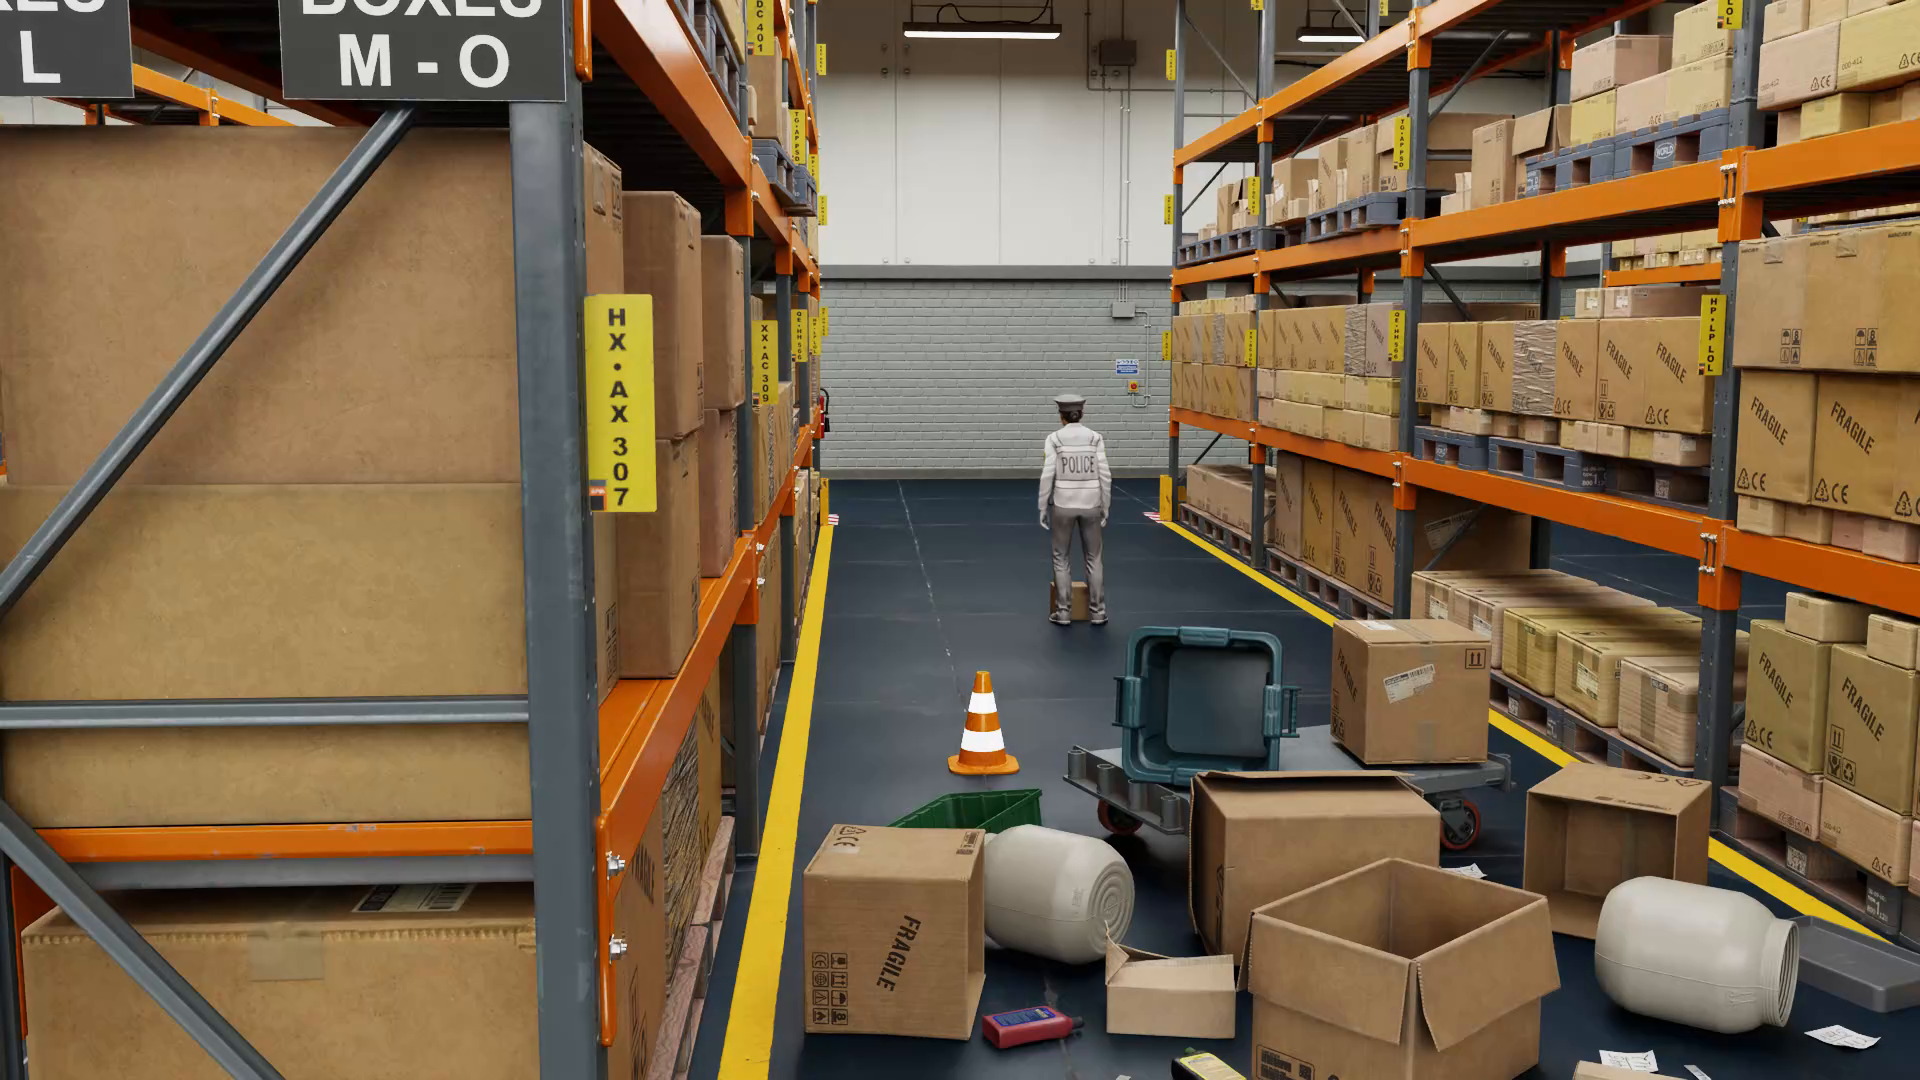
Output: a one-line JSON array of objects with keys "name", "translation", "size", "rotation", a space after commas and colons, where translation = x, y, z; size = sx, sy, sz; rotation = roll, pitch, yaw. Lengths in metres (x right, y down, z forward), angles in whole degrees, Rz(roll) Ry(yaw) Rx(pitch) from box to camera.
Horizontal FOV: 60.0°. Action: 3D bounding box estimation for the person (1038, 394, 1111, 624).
[{"name": "person", "translation": [0.831, -0.218, 12.024], "size": [0.540, 1.663, 0.376], "rotation": [-1, 7, -7]}]
